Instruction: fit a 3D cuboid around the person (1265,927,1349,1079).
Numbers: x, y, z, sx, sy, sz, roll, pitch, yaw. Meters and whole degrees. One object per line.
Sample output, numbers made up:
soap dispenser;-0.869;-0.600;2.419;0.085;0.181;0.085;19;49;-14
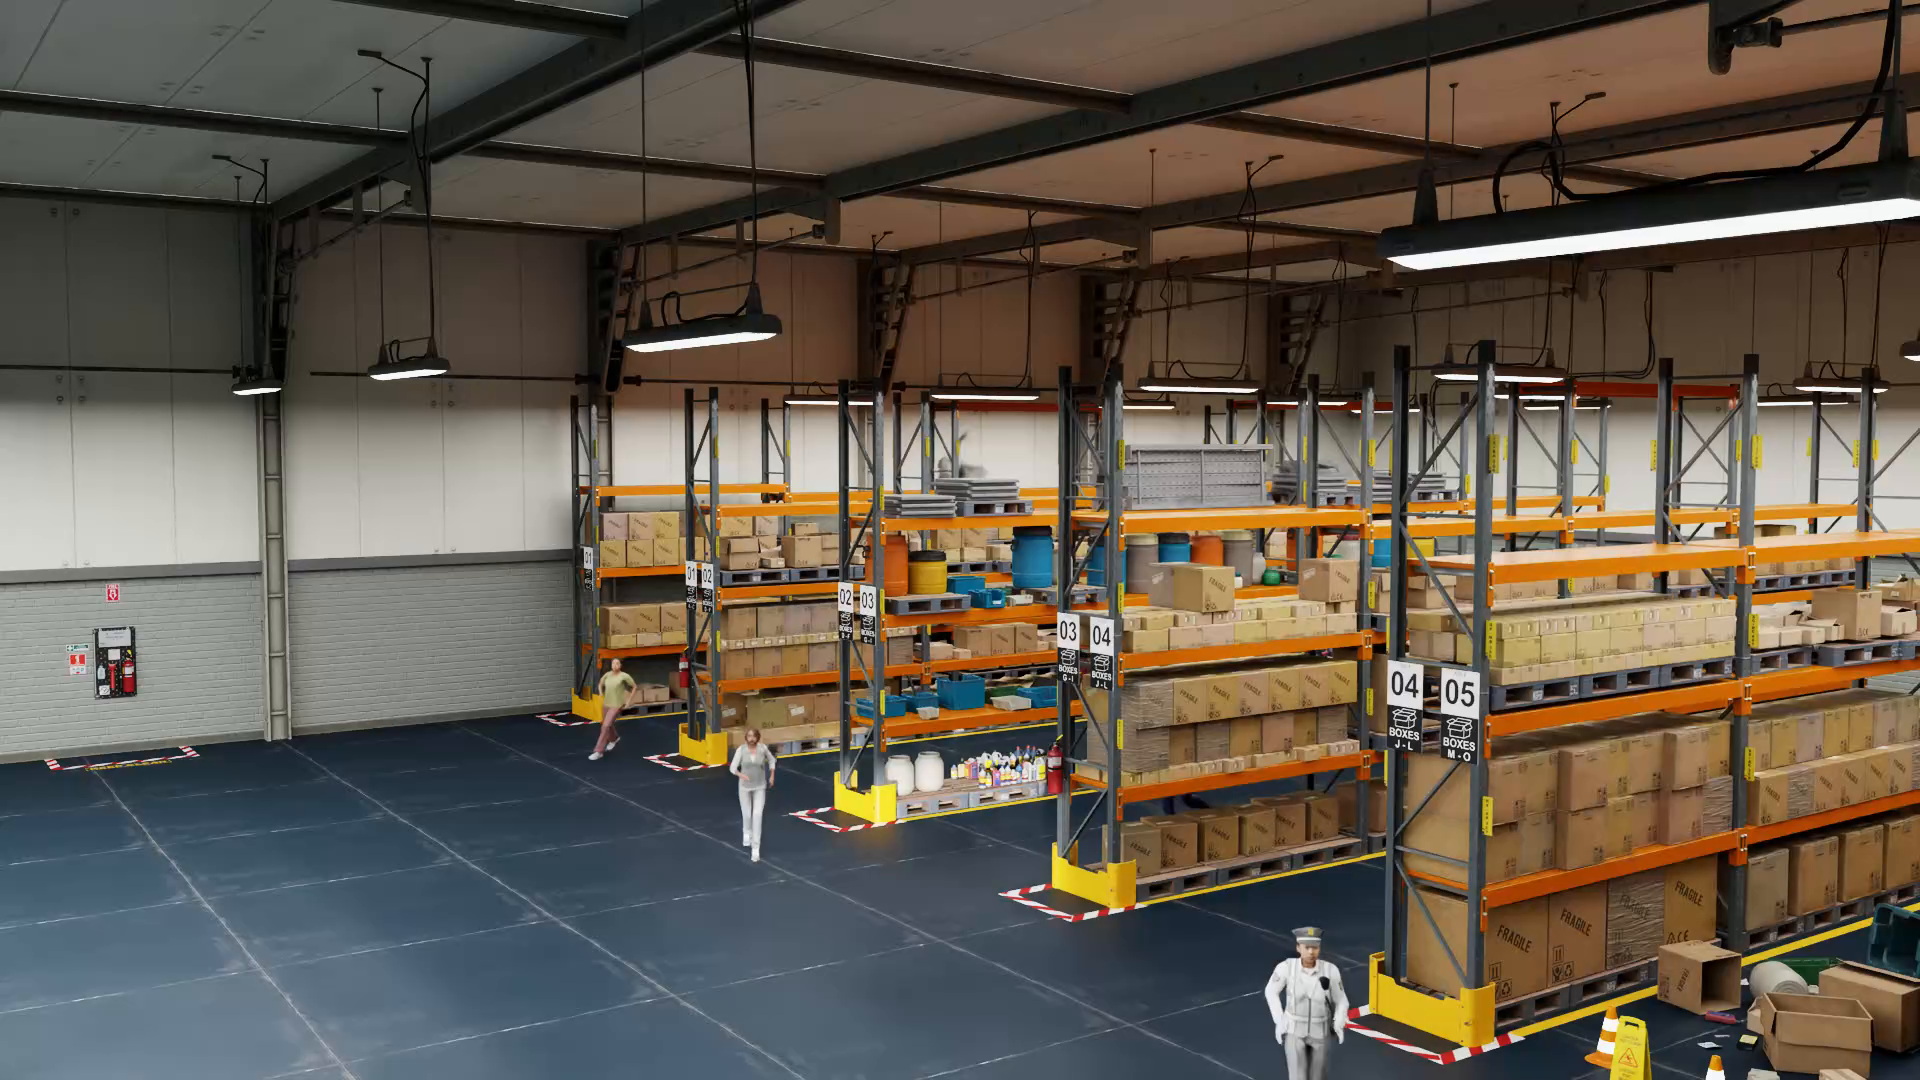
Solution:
person;2.544;3.608;12.223;0.602;1.666;0.772;0;3;7

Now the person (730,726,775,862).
person;-2.577;3.116;20.708;0.563;1.619;0.759;0;3;-7

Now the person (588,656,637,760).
person;-5.634;2.706;27.028;0.637;1.627;0.954;1;4;21

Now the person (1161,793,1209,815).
person;2.931;3.033;21.983;0.823;1.613;0.620;-3;5;-42
